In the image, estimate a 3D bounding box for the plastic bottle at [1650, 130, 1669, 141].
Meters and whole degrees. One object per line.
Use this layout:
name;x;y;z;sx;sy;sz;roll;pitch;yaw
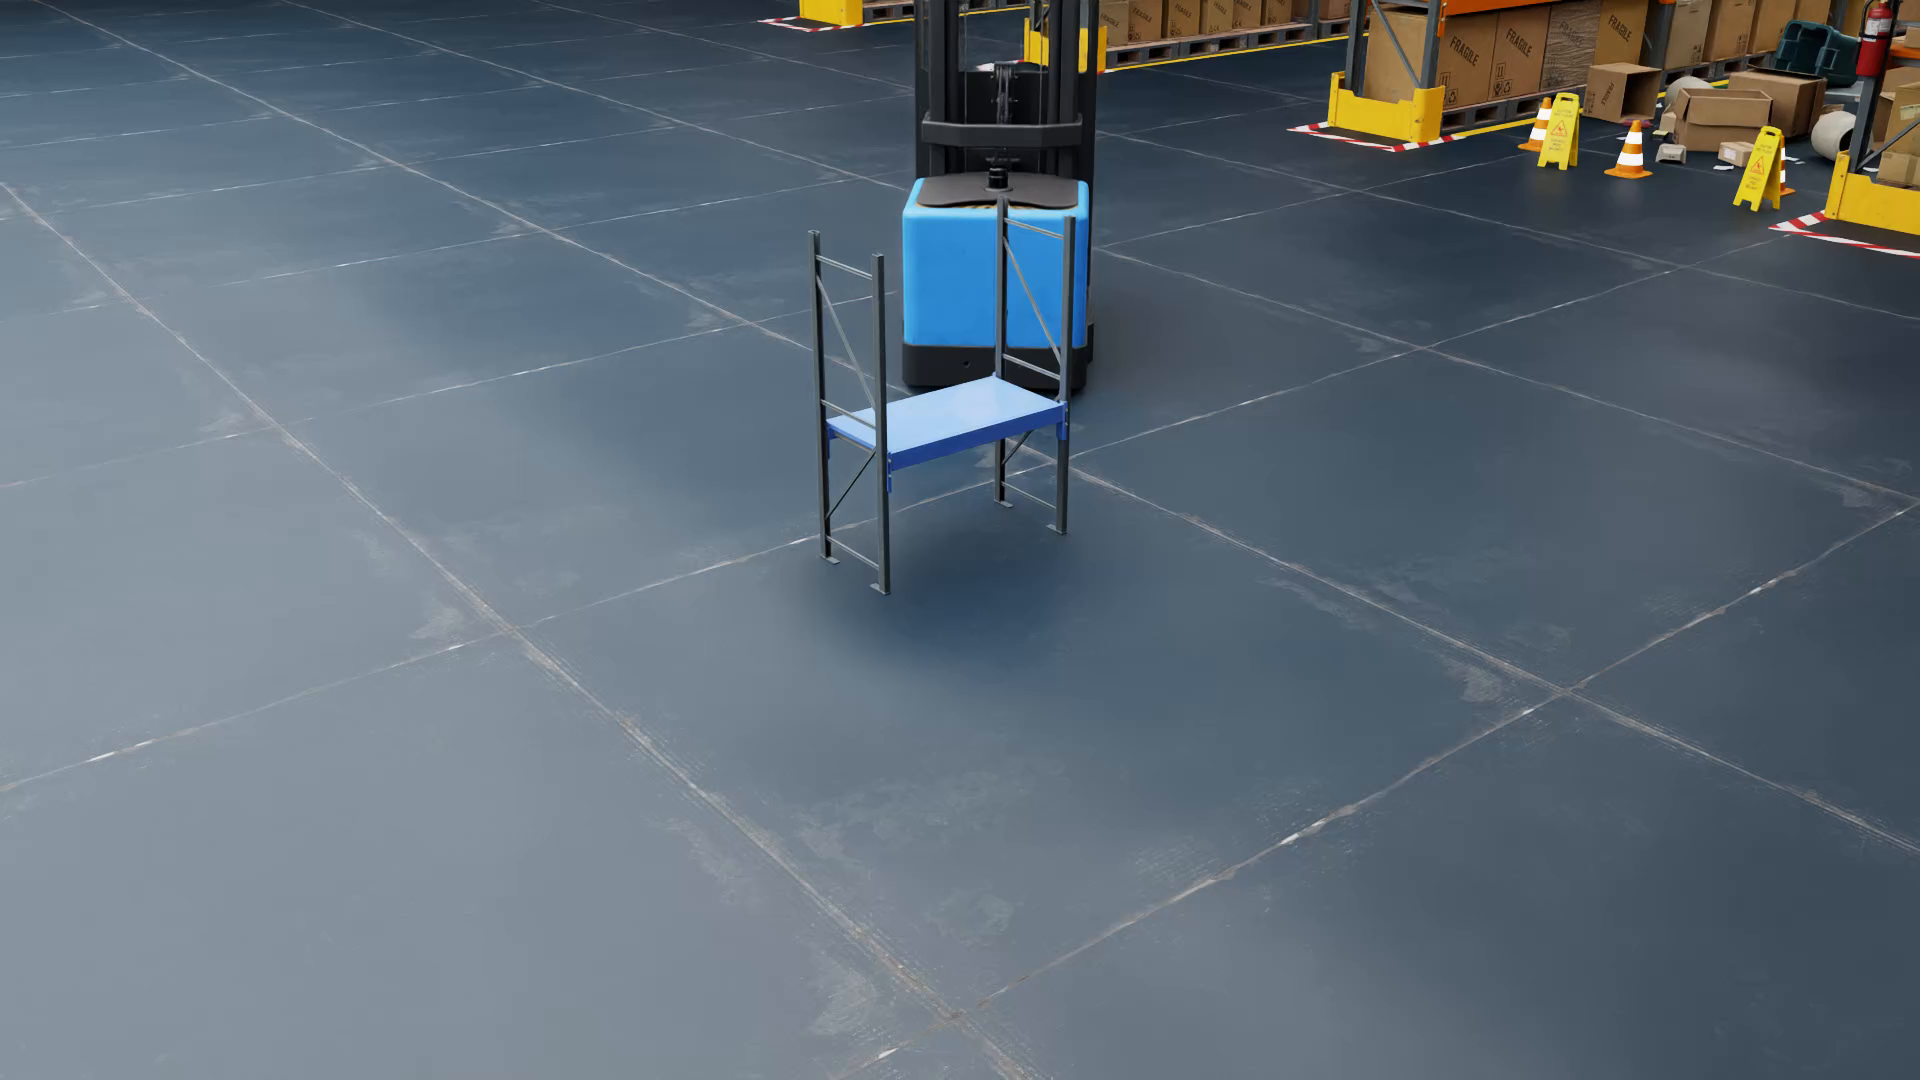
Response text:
plastic bottle;6.768;-3.916;16.080;0.133;0.061;0.283;15;29;29

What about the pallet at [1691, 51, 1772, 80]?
pallet;8.845;-5.708;19.762;1.213;0.211;1.003;-18;31;-34

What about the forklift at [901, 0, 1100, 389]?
forklift;0.290;-2.761;10.183;1.130;2.935;3.031;2;25;4

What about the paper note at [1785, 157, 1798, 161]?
paper note;7.587;-3.500;15.233;0.142;0.019;0.148;-8;26;-16

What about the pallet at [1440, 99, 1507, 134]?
pallet;4.757;-4.358;16.854;1.213;0.211;1.003;-18;31;-34

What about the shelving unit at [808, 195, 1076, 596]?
shelving unit;-0.067;-0.658;7.351;1.048;1.500;0.538;-18;31;-34

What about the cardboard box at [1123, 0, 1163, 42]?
cardboard box;2.146;-6.439;20.495;0.500;0.500;0.500;-10;27;-21

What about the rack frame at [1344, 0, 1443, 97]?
rack frame;4.176;-5.389;15.764;0.127;3.000;1.000;-18;31;-34

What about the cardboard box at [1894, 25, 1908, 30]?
cardboard box;11.980;-6.890;21.468;0.500;0.500;0.500;-19;31;-35

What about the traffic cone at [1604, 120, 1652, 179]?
traffic cone;5.900;-3.443;14.585;0.334;0.463;0.336;-18;31;-34

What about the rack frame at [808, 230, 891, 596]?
rack frame;-0.467;-0.526;7.067;0.032;1.500;0.500;-18;31;-34

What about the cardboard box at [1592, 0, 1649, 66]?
cardboard box;6.786;-5.515;18.060;0.875;0.875;0.875;-18;30;-33

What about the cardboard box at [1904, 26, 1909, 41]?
cardboard box;7.604;-3.932;12.923;0.250;0.149;0.380;-19;31;-35

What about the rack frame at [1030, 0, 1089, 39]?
rack frame;1.195;-7.059;19.361;0.127;3.000;1.000;-18;31;-34

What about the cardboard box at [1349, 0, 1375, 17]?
cardboard box;5.226;-7.433;22.615;0.500;0.500;0.700;-18;31;-34

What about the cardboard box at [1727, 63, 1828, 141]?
cardboard box;7.861;-4.246;16.104;0.503;0.637;0.797;-18;31;-34

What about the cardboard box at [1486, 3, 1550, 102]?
cardboard box;5.360;-5.043;17.044;0.875;0.875;0.875;-19;31;-35

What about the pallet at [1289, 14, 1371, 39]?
pallet;4.955;-7.036;22.624;1.213;0.211;1.003;-18;31;-34

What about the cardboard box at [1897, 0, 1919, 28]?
cardboard box;7.567;-4.188;12.704;0.500;0.500;0.500;-19;31;-35

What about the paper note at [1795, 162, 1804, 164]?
paper note;7.612;-3.418;15.067;0.123;0.001;0.032;-18;31;-34

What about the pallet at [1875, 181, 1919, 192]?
pallet;8.031;-2.730;13.346;1.213;0.211;1.003;-18;31;-34

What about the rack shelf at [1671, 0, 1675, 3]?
rack shelf;8.898;-6.622;19.274;4.000;0.370;1.077;-18;31;-34

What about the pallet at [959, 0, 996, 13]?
pallet;-0.228;-7.994;24.689;1.213;0.211;1.003;-18;31;-34

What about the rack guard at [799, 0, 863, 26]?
rack guard;-1.830;-7.601;23.499;0.348;0.500;1.175;-18;31;-34

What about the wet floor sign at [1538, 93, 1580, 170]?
wet floor sign;5.375;-3.658;14.830;0.267;0.644;0.232;21;32;37

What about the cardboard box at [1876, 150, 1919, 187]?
cardboard box;7.799;-3.024;13.436;0.500;0.250;0.500;-18;31;-34

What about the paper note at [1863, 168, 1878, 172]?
paper note;8.114;-3.301;14.792;0.142;0.019;0.148;15;29;29

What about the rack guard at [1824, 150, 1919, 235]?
rack guard;7.370;-2.662;12.856;0.348;0.500;1.175;-18;31;-34

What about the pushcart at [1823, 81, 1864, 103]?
pushcart;9.012;-4.368;16.678;1.648;0.377;0.936;15;29;29

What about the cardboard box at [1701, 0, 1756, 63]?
cardboard box;8.519;-6.039;19.337;0.750;0.750;1.050;-18;31;-34

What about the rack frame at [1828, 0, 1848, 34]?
rack frame;10.472;-7.467;20.242;0.127;3.000;1.000;-18;31;-34

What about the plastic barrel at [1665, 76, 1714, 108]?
plastic barrel;7.378;-4.457;16.815;0.421;0.421;0.512;1;25;2

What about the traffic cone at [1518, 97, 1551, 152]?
traffic cone;5.471;-3.906;15.582;0.334;0.463;0.336;-18;31;-34

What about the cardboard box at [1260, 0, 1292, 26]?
cardboard box;4.004;-7.064;21.842;0.500;0.500;0.500;-19;31;-36

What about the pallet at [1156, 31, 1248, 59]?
pallet;2.876;-6.328;21.099;1.213;0.211;1.003;-18;31;-34

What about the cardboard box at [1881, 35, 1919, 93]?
cardboard box;9.336;-4.606;16.147;0.500;0.500;0.500;-18;31;-34

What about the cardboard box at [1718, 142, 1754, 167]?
cardboard box;7.095;-3.492;15.062;0.250;0.149;0.380;-3;25;-7

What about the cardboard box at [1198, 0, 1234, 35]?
cardboard box;3.117;-6.725;21.113;0.500;0.500;0.500;-22;33;-38

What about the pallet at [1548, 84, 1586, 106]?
pallet;6.677;-4.992;18.220;1.213;0.211;1.003;-18;31;-34

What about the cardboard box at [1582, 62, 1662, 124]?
cardboard box;6.736;-4.552;16.927;0.500;0.500;0.500;-13;28;-25

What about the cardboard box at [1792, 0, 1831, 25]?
cardboard box;9.937;-6.509;20.350;0.750;0.750;1.050;-19;31;-35

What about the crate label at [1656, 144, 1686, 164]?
crate label;6.481;-3.520;15.138;0.250;0.136;0.298;10;27;20

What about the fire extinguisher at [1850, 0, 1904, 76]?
fire extinguisher;6.936;-3.864;12.568;0.183;0.674;0.296;-18;31;-34
